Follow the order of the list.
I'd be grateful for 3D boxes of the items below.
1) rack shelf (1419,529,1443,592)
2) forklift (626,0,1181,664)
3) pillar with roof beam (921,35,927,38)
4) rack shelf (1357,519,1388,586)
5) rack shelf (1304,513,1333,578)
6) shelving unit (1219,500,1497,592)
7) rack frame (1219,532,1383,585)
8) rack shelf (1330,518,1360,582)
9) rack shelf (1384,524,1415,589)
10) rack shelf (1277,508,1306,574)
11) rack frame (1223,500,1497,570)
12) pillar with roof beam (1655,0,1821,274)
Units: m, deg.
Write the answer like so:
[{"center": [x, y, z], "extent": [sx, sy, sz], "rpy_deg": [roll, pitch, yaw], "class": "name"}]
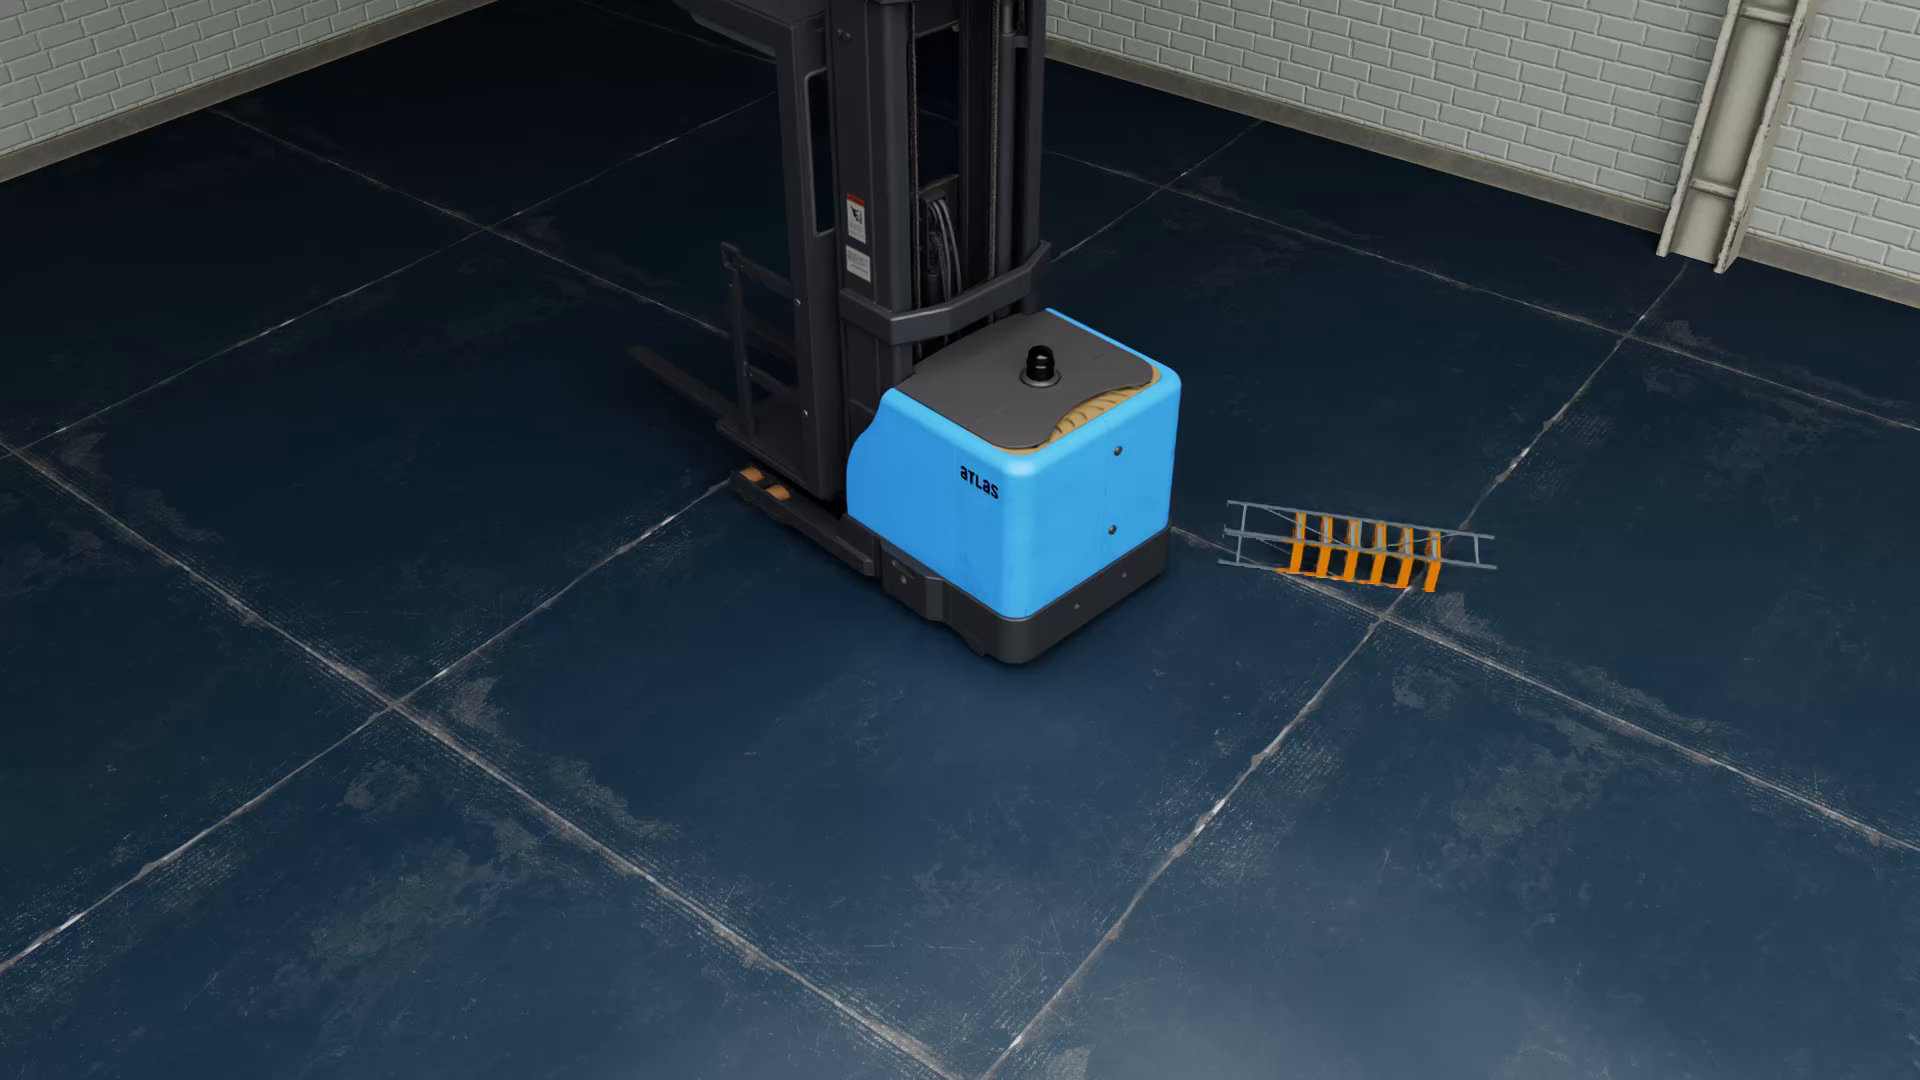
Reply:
[{"center": [2.105, 0.088, 7.499], "extent": [0.103, 0.180, 0.258], "rpy_deg": [8, 39, 8], "class": "rack shelf"}, {"center": [-0.448, -1.446, 7.219], "extent": [1.130, 2.935, 3.031], "rpy_deg": [-31, 47, -33], "class": "forklift"}, {"center": [-2.979, -5.390, 7.335], "extent": [0.400, 9.000, 9.100], "rpy_deg": [25, 45, 29], "class": "pillar with roof beam"}, {"center": [1.870, 0.055, 7.534], "extent": [0.103, 0.180, 0.258], "rpy_deg": [8, 39, 8], "class": "rack shelf"}, {"center": [1.635, 0.021, 7.569], "extent": [0.103, 0.180, 0.258], "rpy_deg": [8, 39, 8], "class": "rack shelf"}, {"center": [1.796, 0.044, 7.545], "extent": [1.200, 0.189, 0.258], "rpy_deg": [8, 39, 8], "class": "shelving unit"}, {"center": [1.794, 0.116, 7.602], "extent": [1.200, 0.006, 0.240], "rpy_deg": [8, 39, 8], "class": "rack frame"}, {"center": [1.752, 0.038, 7.552], "extent": [0.103, 0.180, 0.258], "rpy_deg": [8, 39, 8], "class": "rack shelf"}, {"center": [1.987, 0.072, 7.516], "extent": [0.103, 0.180, 0.258], "rpy_deg": [8, 39, 8], "class": "rack shelf"}, {"center": [1.517, 0.004, 7.587], "extent": [0.103, 0.180, 0.258], "rpy_deg": [8, 39, 8], "class": "rack shelf"}, {"center": [1.797, -0.028, 7.488], "extent": [1.200, 0.006, 0.240], "rpy_deg": [8, 39, 8], "class": "rack frame"}, {"center": [1.787, -3.143, 4.465], "extent": [0.400, 9.000, 9.100], "rpy_deg": [25, 45, 29], "class": "pillar with roof beam"}]
